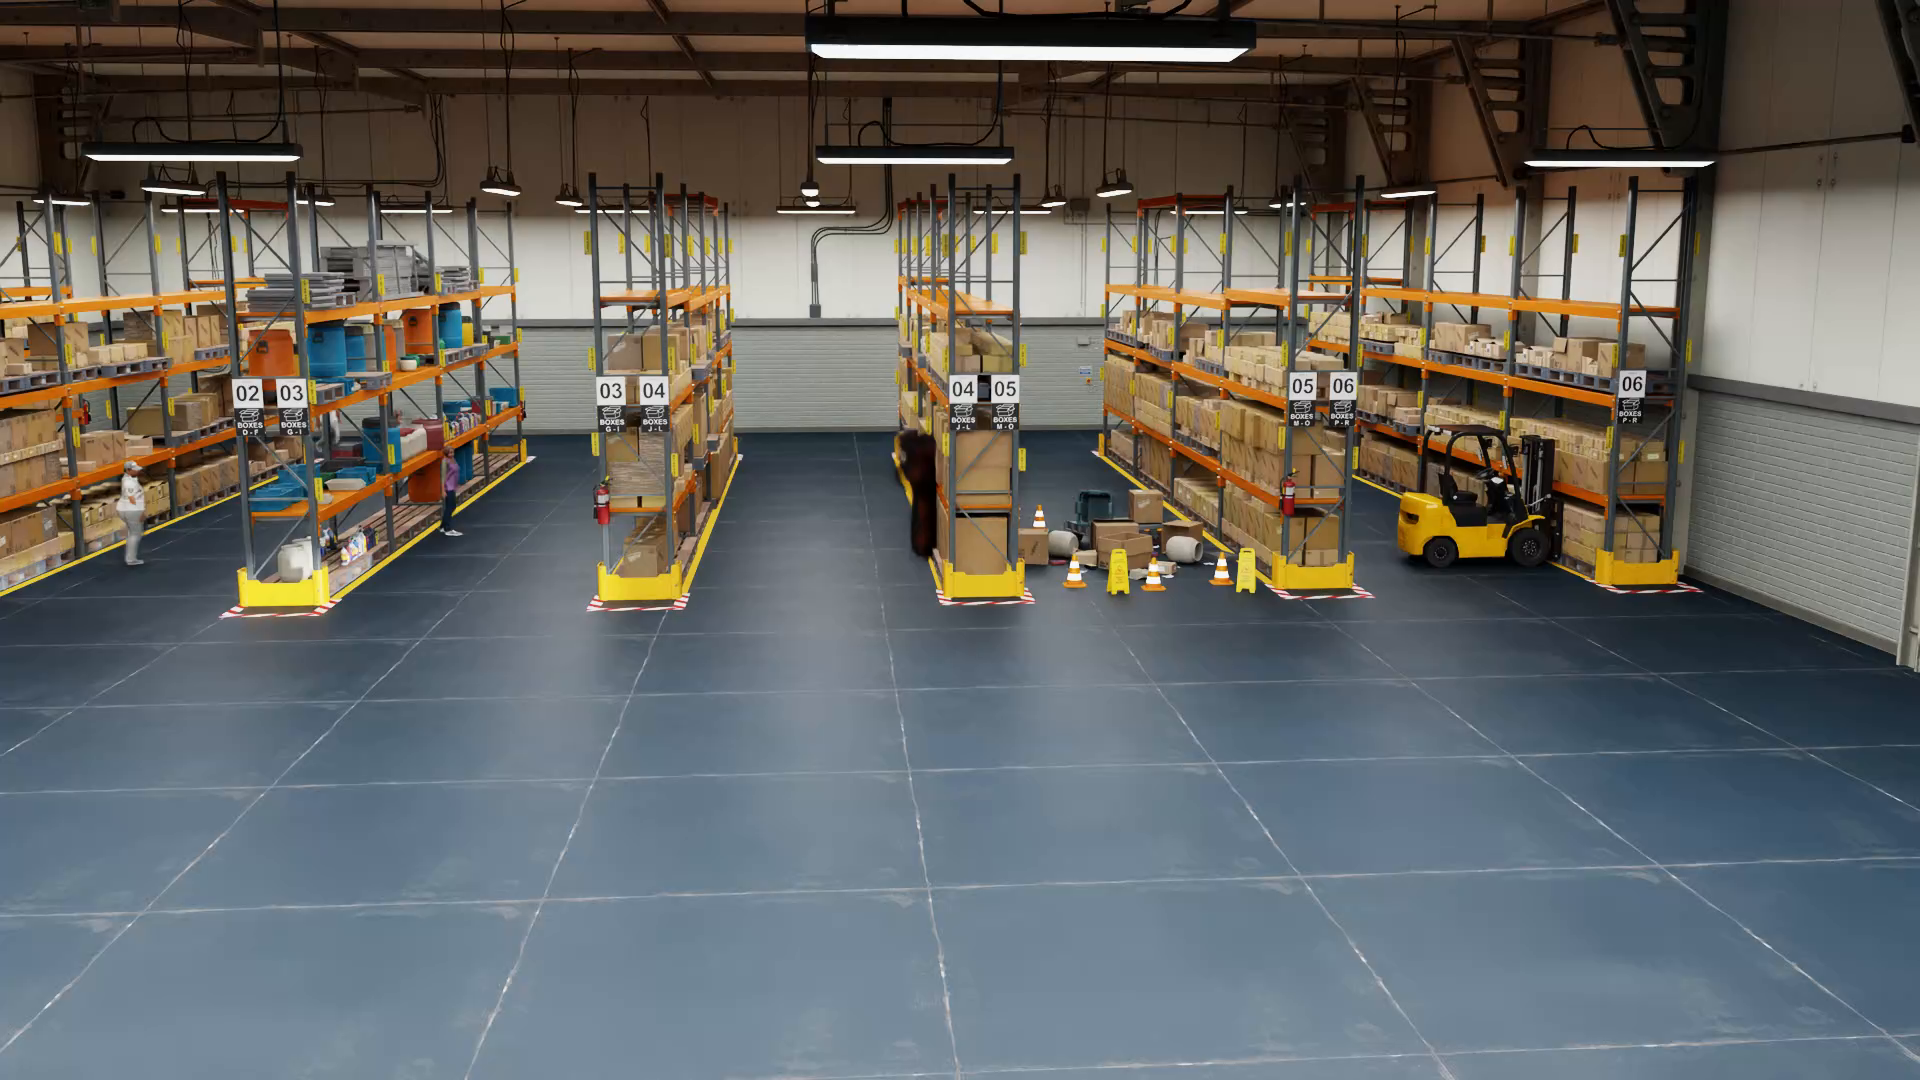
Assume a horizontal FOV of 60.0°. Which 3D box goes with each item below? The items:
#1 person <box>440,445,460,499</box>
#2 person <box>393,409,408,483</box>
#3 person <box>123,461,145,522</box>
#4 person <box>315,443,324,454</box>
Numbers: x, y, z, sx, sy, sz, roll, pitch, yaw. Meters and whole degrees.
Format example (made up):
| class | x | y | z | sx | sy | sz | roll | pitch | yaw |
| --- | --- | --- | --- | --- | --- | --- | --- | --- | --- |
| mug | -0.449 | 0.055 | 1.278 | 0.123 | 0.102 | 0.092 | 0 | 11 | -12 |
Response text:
| class | x | y | z | sx | sy | sz | roll | pitch | yaw |
| --- | --- | --- | --- | --- | --- | --- | --- | --- | --- |
| person | -8.873 | -1.197 | 28.921 | 0.335 | 0.940 | 0.422 | -2 | 10 | -13 |
| person | -11.963 | -1.995 | 35.464 | 0.443 | 1.604 | 0.392 | -3 | 11 | -18 |
| person | -13.070 | -0.781 | 26.288 | 0.498 | 0.972 | 0.404 | 6 | 12 | 29 |
| person | -15.197 | -2.174 | 40.044 | 0.790 | 0.324 | 0.244 | 6 | 12 | 30 |
